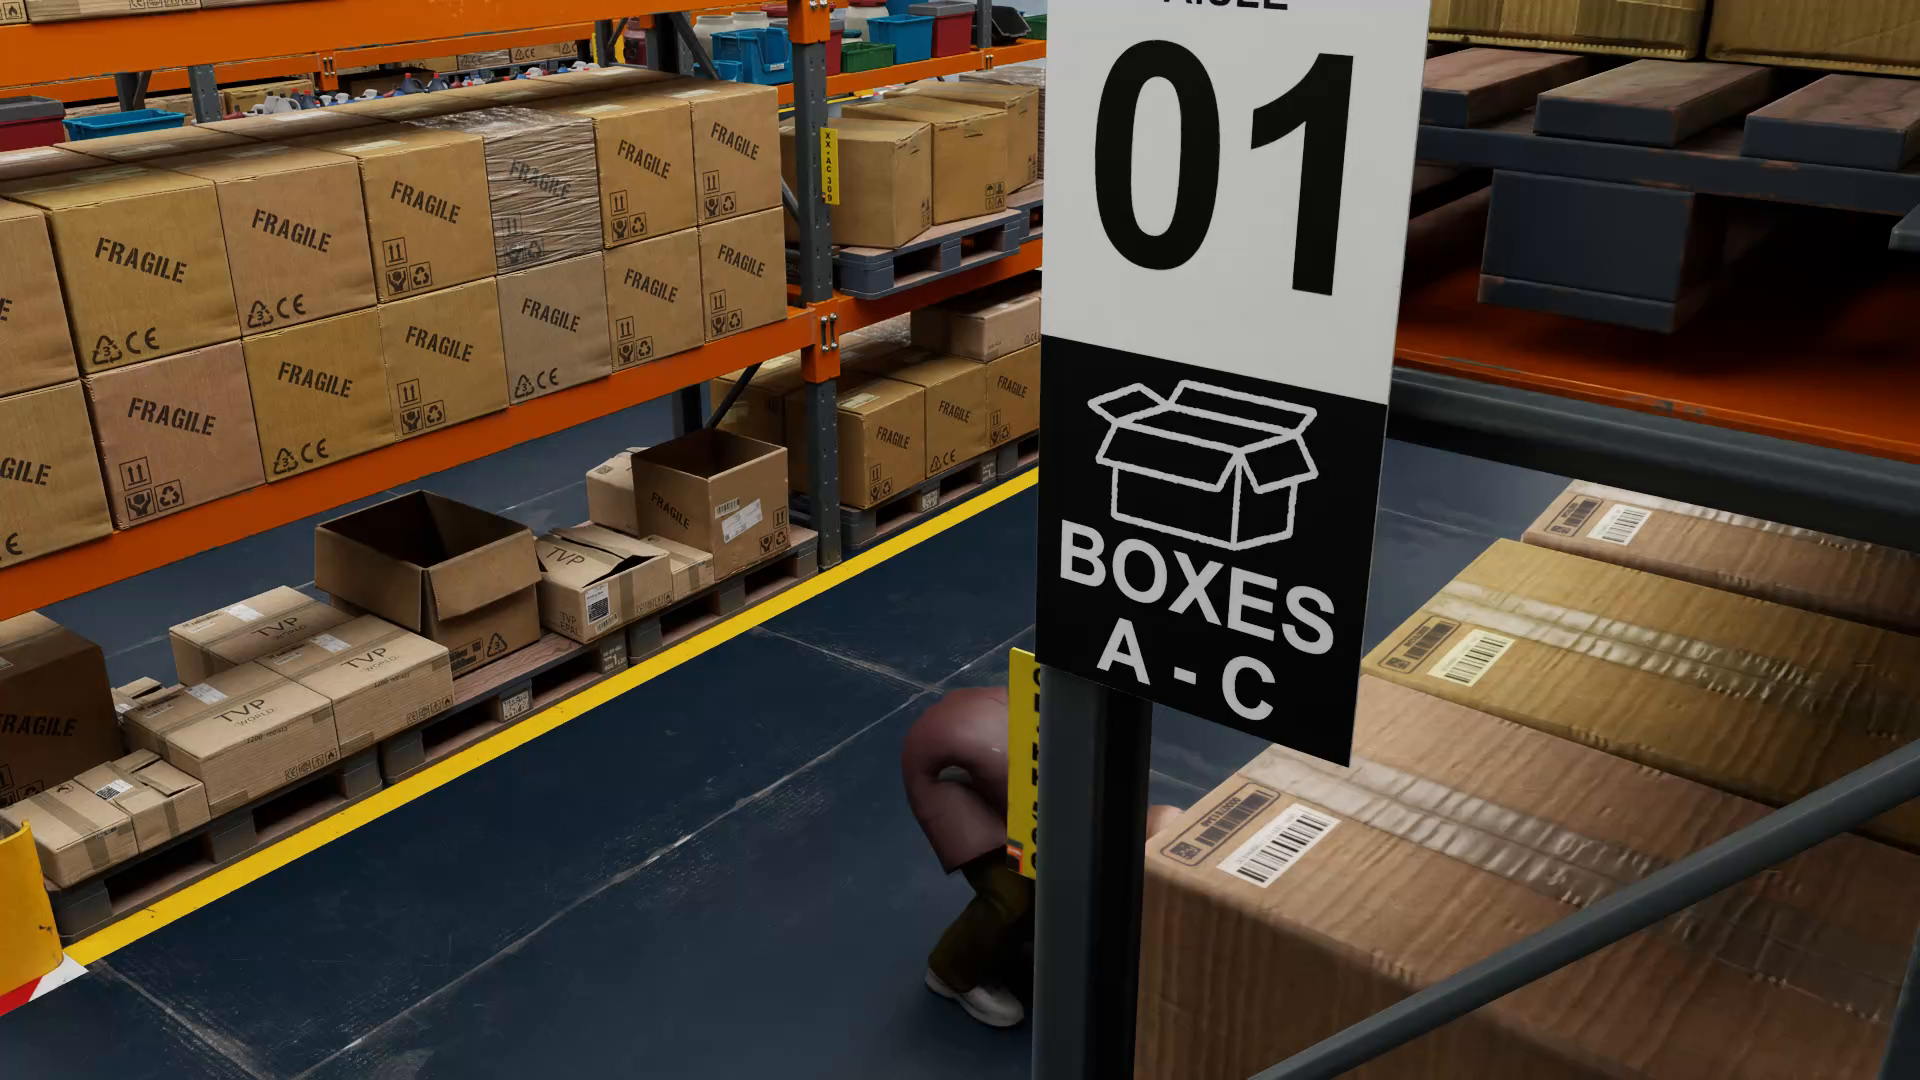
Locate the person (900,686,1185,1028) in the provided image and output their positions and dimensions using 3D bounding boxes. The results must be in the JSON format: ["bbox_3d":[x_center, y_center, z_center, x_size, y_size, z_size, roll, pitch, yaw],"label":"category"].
[{"bbox_3d":[0.260,0.953,4.884,0.942,0.994,0.591,15,27,31],"label":"person"}]
